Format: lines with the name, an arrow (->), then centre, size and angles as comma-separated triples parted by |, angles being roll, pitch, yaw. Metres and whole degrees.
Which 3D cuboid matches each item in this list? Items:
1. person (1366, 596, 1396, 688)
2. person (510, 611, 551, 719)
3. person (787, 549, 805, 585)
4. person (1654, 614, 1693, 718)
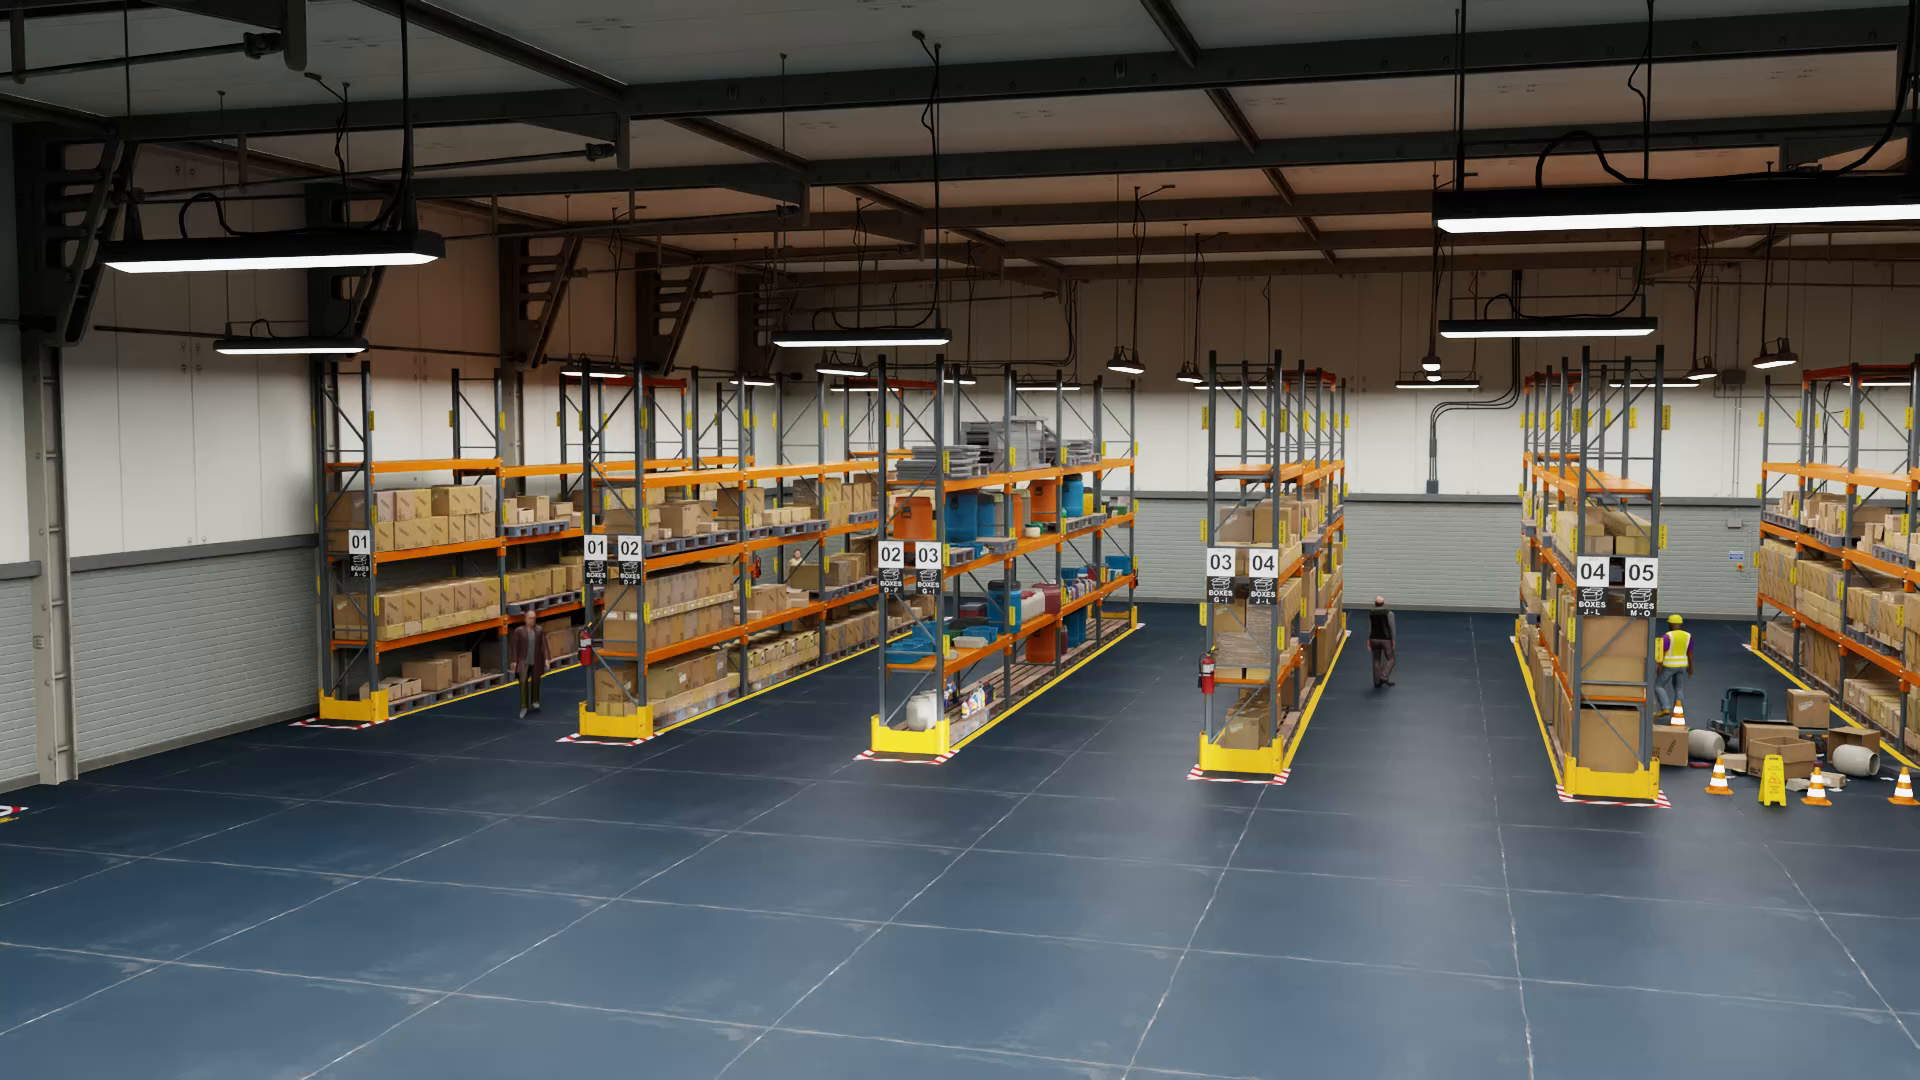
person -> 7.902, 1.918, 31.204 | 0.586, 1.719, 0.503 | 2, 5, 26
person -> -7.339, 2.097, 28.408 | 0.672, 1.770, 1.027 | -1, 4, -14
person -> -4.287, 1.047, 43.775 | 0.481, 1.630, 0.997 | -1, 4, -15
person -> 11.967, 2.129, 27.849 | 0.667, 1.764, 0.440 | -1, 4, -8
